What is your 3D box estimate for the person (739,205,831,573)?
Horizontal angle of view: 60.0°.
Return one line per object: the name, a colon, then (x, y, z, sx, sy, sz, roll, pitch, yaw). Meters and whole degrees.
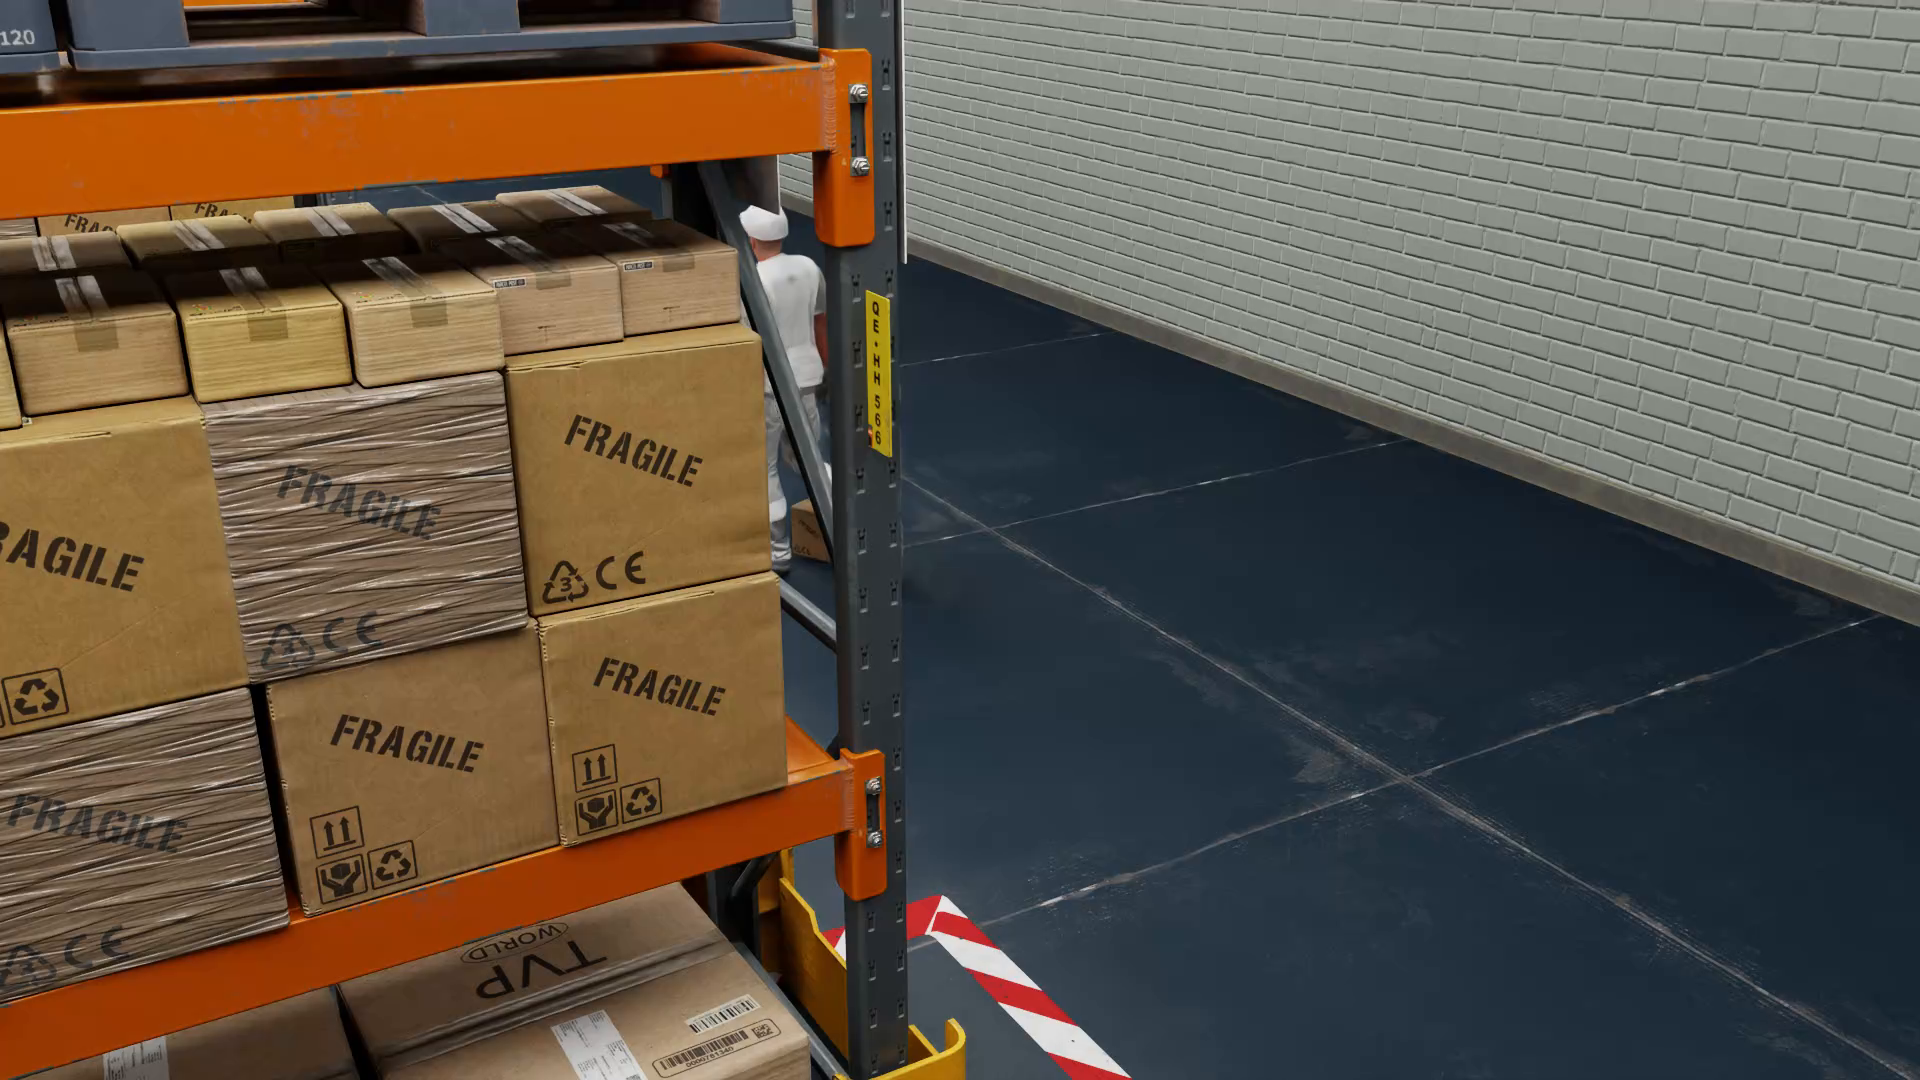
person: (-0.755, -0.691, 7.770, 0.614, 1.778, 0.610, 19, 28, 40)
